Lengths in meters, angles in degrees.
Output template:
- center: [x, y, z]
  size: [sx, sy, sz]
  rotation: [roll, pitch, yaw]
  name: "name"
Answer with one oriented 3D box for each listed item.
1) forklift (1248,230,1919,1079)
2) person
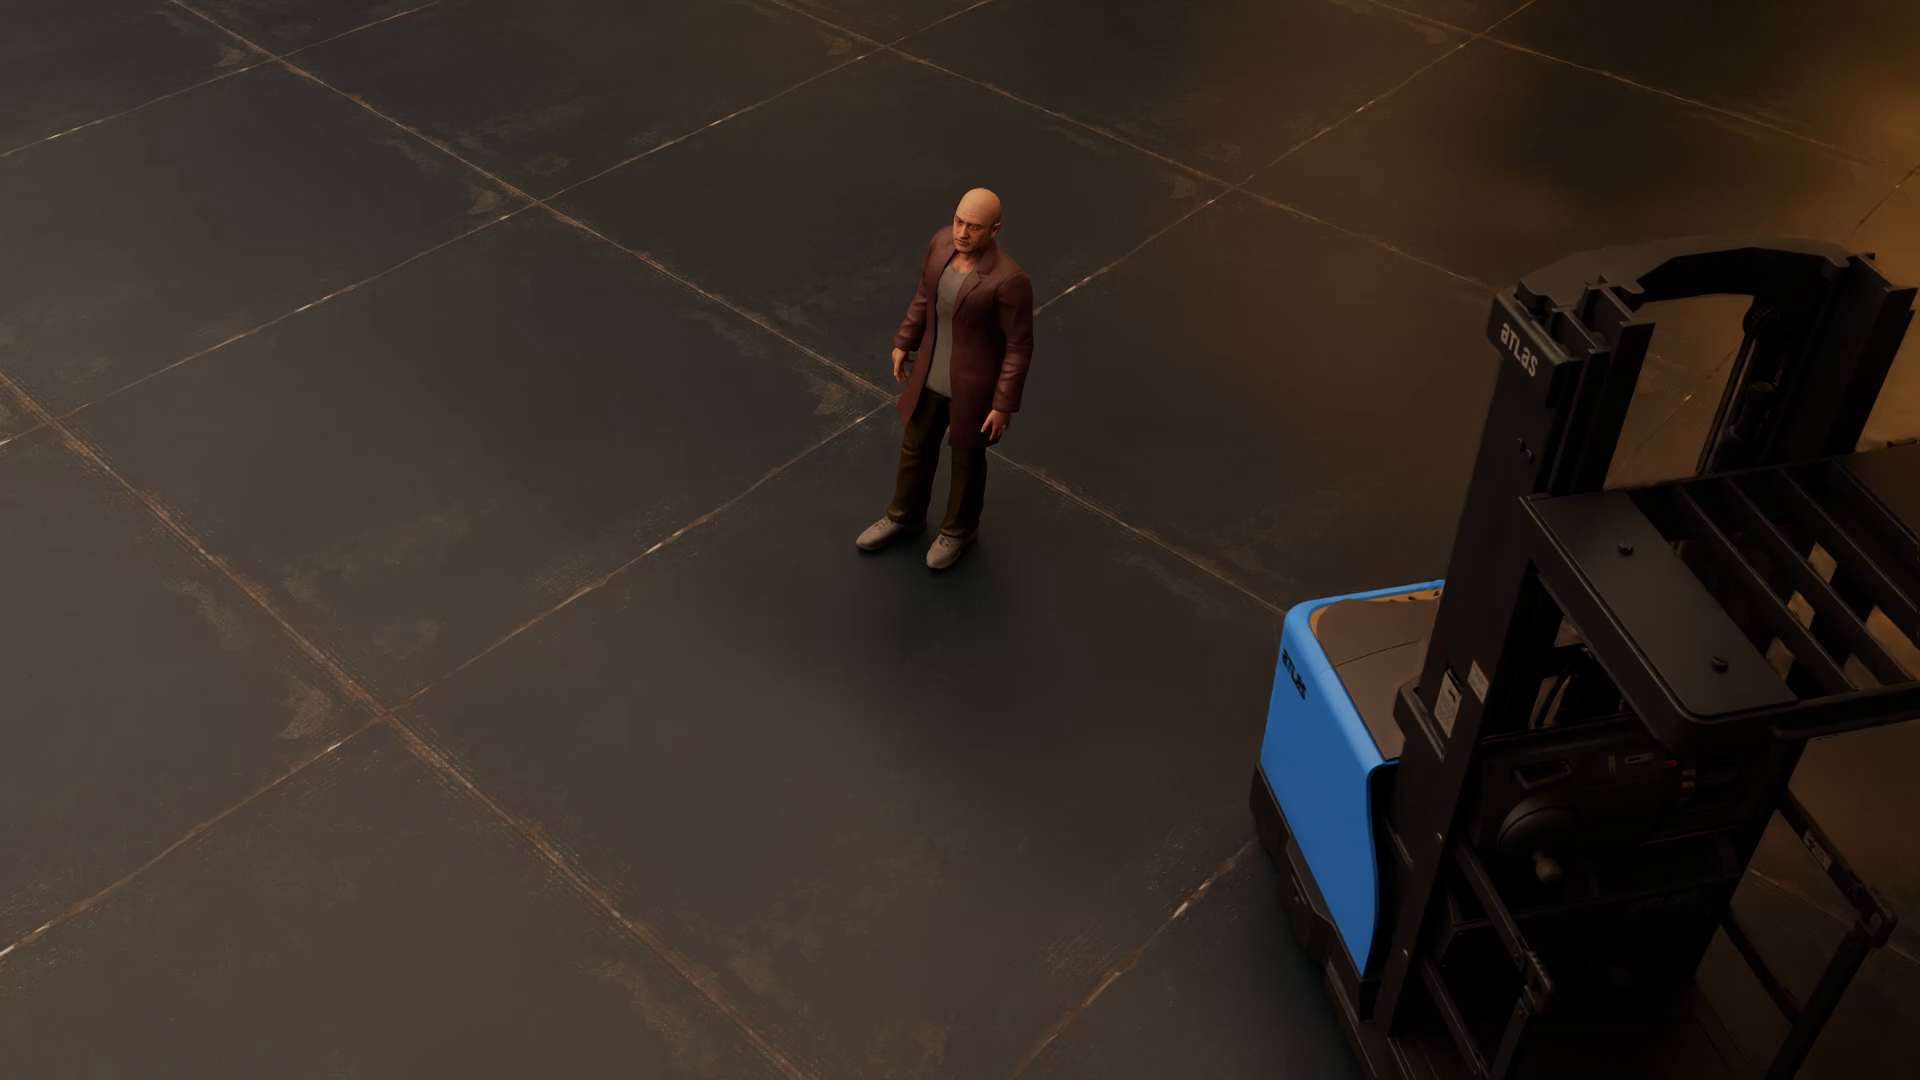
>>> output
- center: [1.930, 0.792, 4.505]
  size: [1.130, 2.935, 3.031]
  rotation: [-8, 41, -10]
  name: "forklift"
- center: [-0.067, -0.637, 7.046]
  size: [0.696, 1.775, 0.576]
  rotation: [31, 49, 31]
  name: "person"
